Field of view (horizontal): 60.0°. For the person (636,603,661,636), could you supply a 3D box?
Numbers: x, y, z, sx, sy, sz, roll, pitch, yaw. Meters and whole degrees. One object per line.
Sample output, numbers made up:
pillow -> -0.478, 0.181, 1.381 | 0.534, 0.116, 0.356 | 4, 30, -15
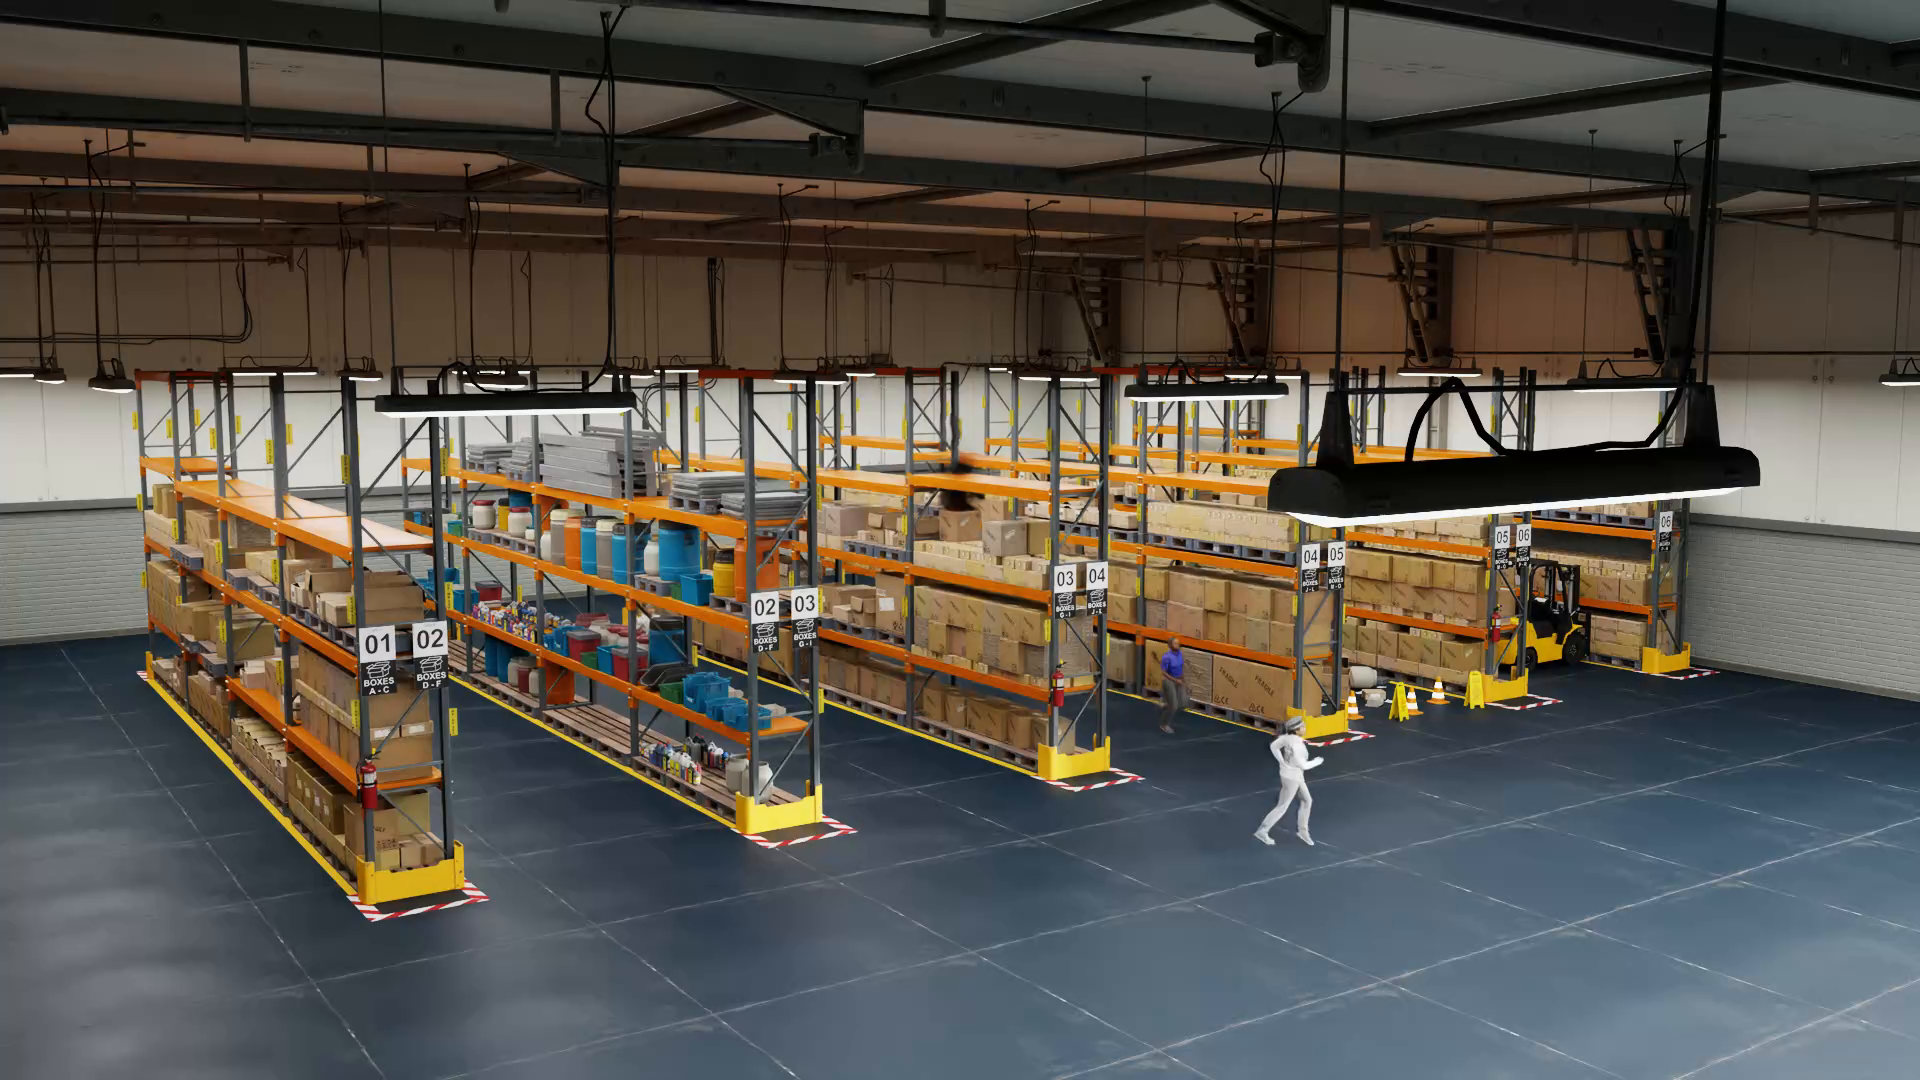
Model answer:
person -> -5.824, 1.980, 31.288 | 0.635, 1.729, 0.717 | -4, 8, -31

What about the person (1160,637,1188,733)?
person -> 3.573, 2.412, 27.766 | 0.597, 1.622, 0.621 | -5, 8, -39

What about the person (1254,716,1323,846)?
person -> 4.199, 3.097, 21.300 | 0.878, 1.736, 0.622 | 0, 6, 0

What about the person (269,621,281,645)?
person -> -14.168, 1.778, 33.912 | 0.483, 1.477, 0.660 | 3, 7, 22
